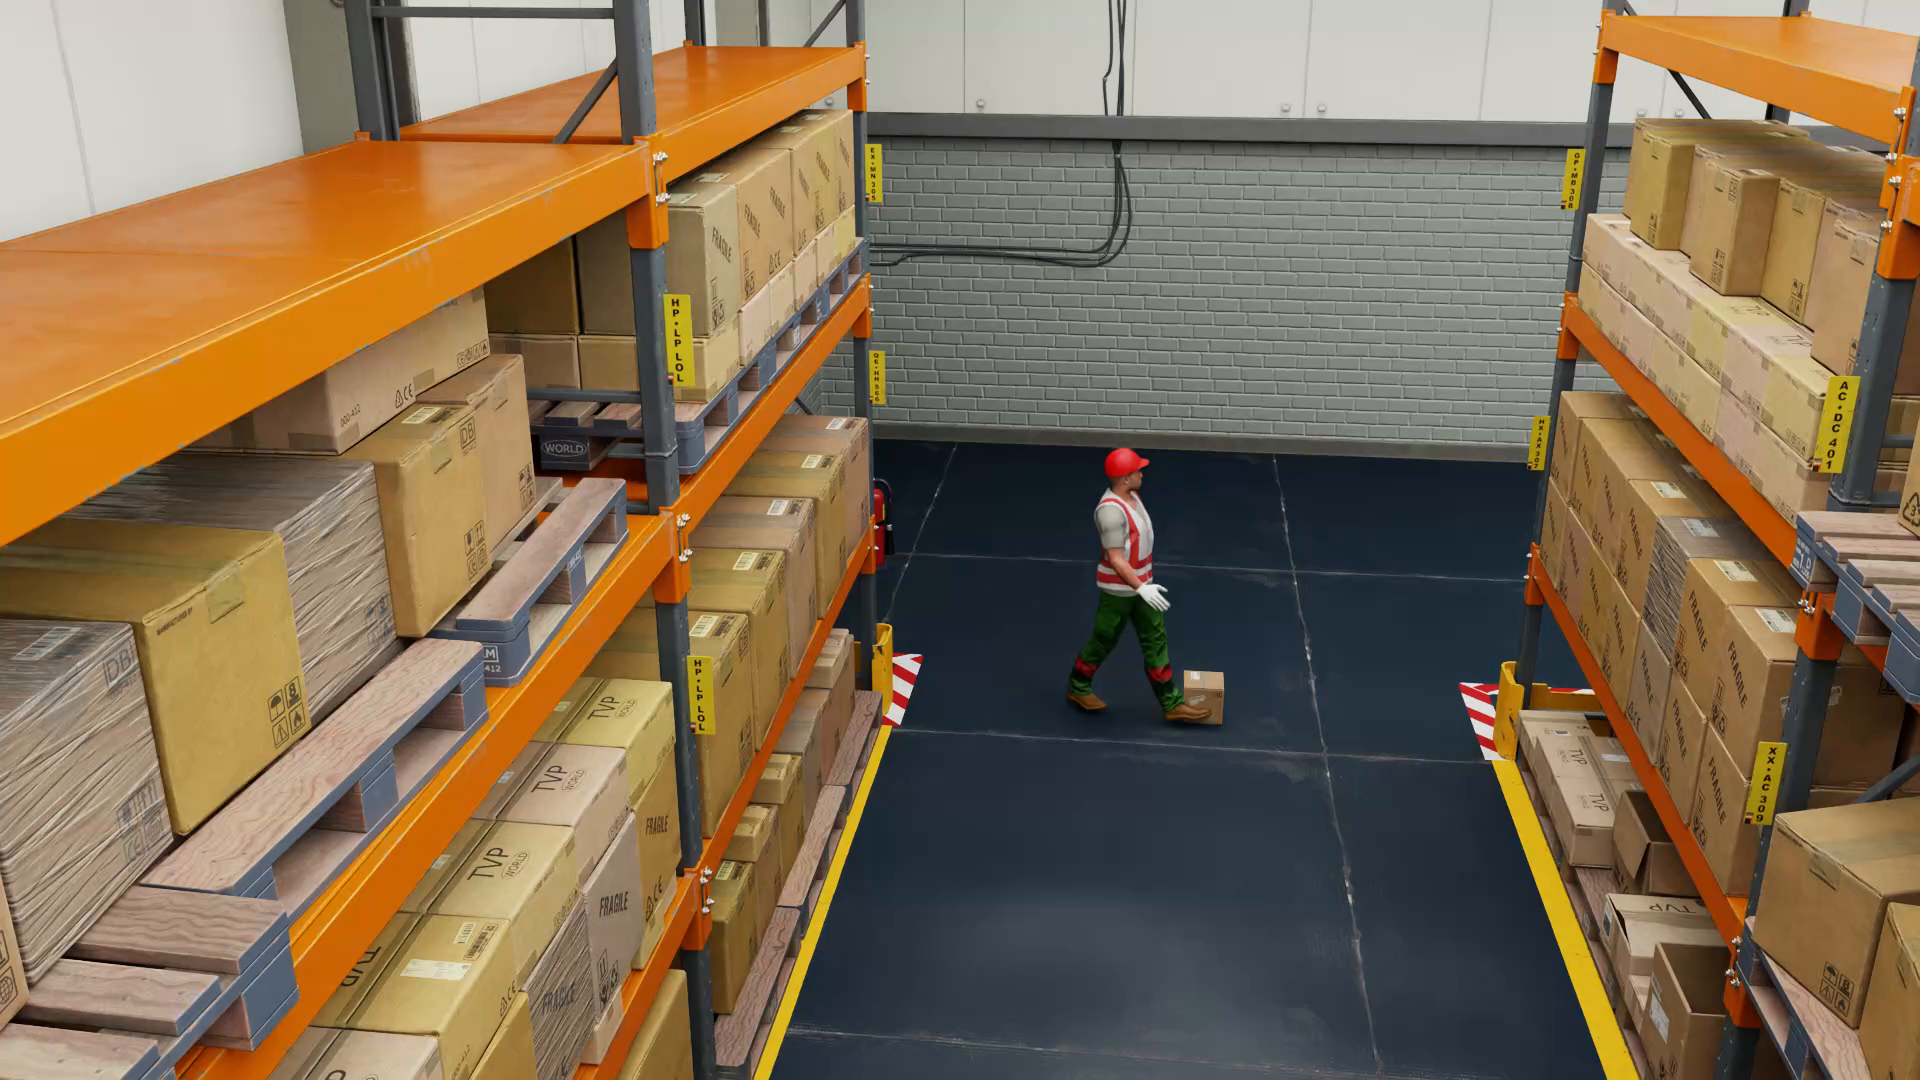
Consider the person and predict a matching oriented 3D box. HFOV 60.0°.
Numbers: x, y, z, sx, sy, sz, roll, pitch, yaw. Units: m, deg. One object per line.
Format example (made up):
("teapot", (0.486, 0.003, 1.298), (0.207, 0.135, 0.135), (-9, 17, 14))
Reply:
("person", (1.118, 0.296, 10.274), (0.939, 1.745, 0.585), (10, 23, 25))
